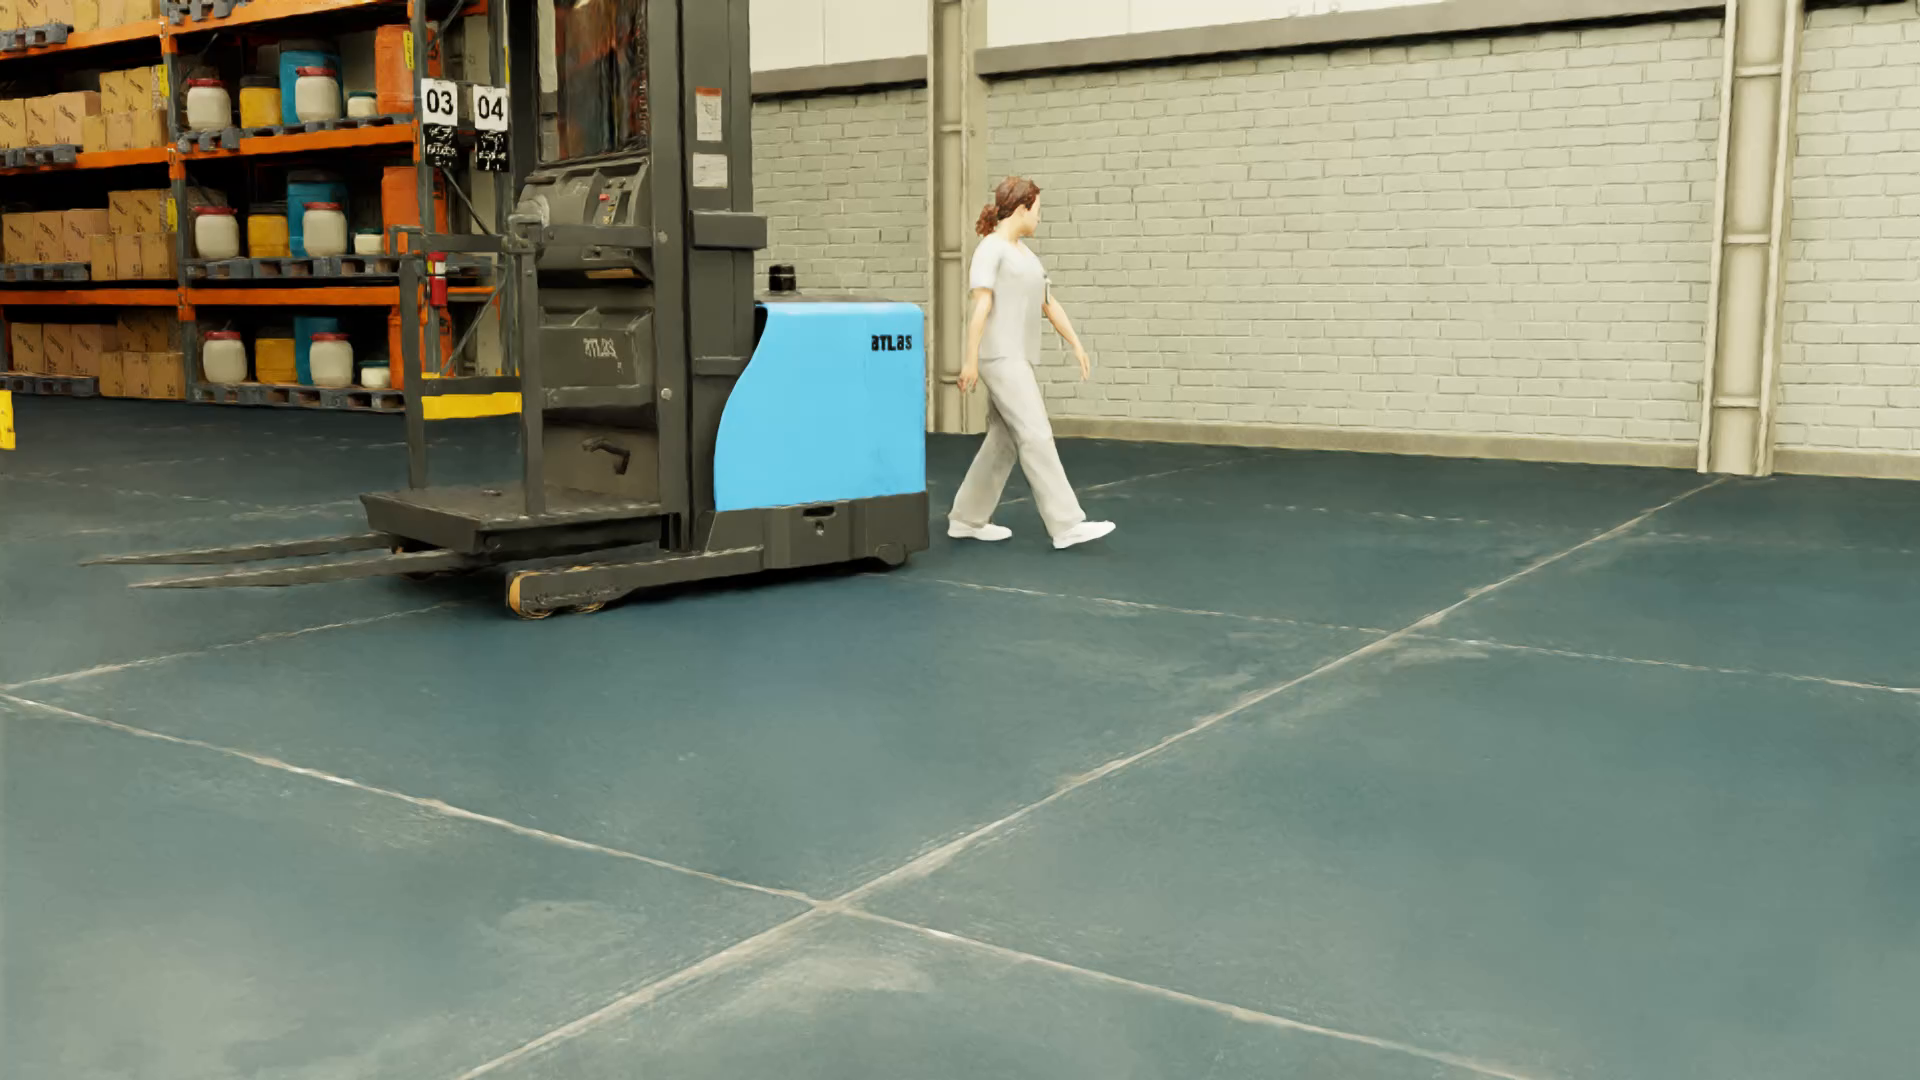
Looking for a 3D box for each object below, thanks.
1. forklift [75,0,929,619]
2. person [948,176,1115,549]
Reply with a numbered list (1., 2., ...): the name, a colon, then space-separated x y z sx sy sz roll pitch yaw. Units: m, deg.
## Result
1. forklift: -1.575 -1.263 6.075 3.031 2.935 1.130 -7 11 -40
2. person: 0.308 -0.782 7.339 0.871 1.629 0.573 3 9 22
